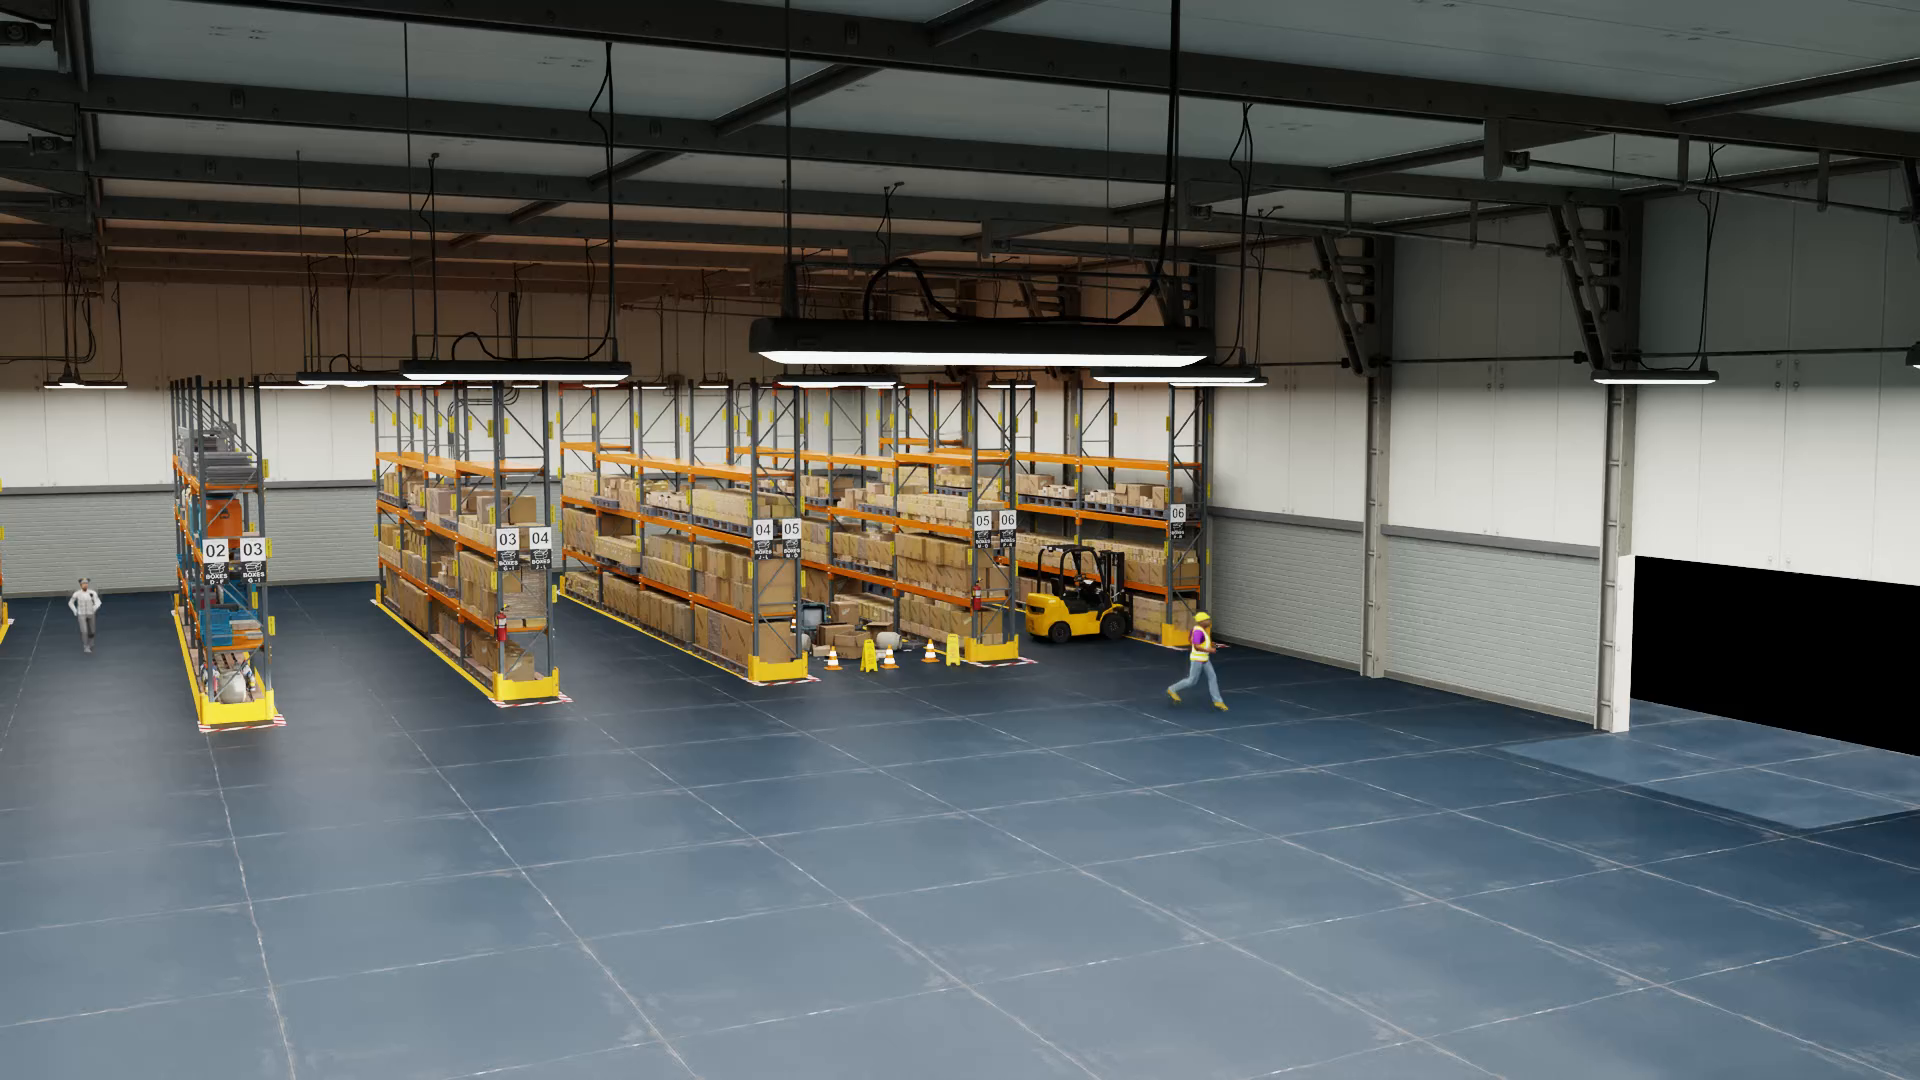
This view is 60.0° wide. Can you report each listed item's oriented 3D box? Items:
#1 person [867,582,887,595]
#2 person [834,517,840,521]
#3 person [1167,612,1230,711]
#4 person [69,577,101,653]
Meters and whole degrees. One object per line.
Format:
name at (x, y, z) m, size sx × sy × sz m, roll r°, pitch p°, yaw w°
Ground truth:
person at (-2.275, 0.638, 44.864) m, size 0.614 × 1.688 × 0.795 m, roll -4°, pitch 6°, yaw -38°
person at (-3.661, 0.197, 49.061) m, size 0.706 × 1.761 × 0.754 m, roll -4°, pitch 7°, yaw -40°
person at (4.291, 2.188, 29.955) m, size 1.134 × 1.779 × 0.662 m, roll 2°, pitch 6°, yaw 24°
person at (-19.250, 1.642, 36.604) m, size 0.630 × 1.653 × 0.675 m, roll -3°, pitch 6°, yaw -34°
